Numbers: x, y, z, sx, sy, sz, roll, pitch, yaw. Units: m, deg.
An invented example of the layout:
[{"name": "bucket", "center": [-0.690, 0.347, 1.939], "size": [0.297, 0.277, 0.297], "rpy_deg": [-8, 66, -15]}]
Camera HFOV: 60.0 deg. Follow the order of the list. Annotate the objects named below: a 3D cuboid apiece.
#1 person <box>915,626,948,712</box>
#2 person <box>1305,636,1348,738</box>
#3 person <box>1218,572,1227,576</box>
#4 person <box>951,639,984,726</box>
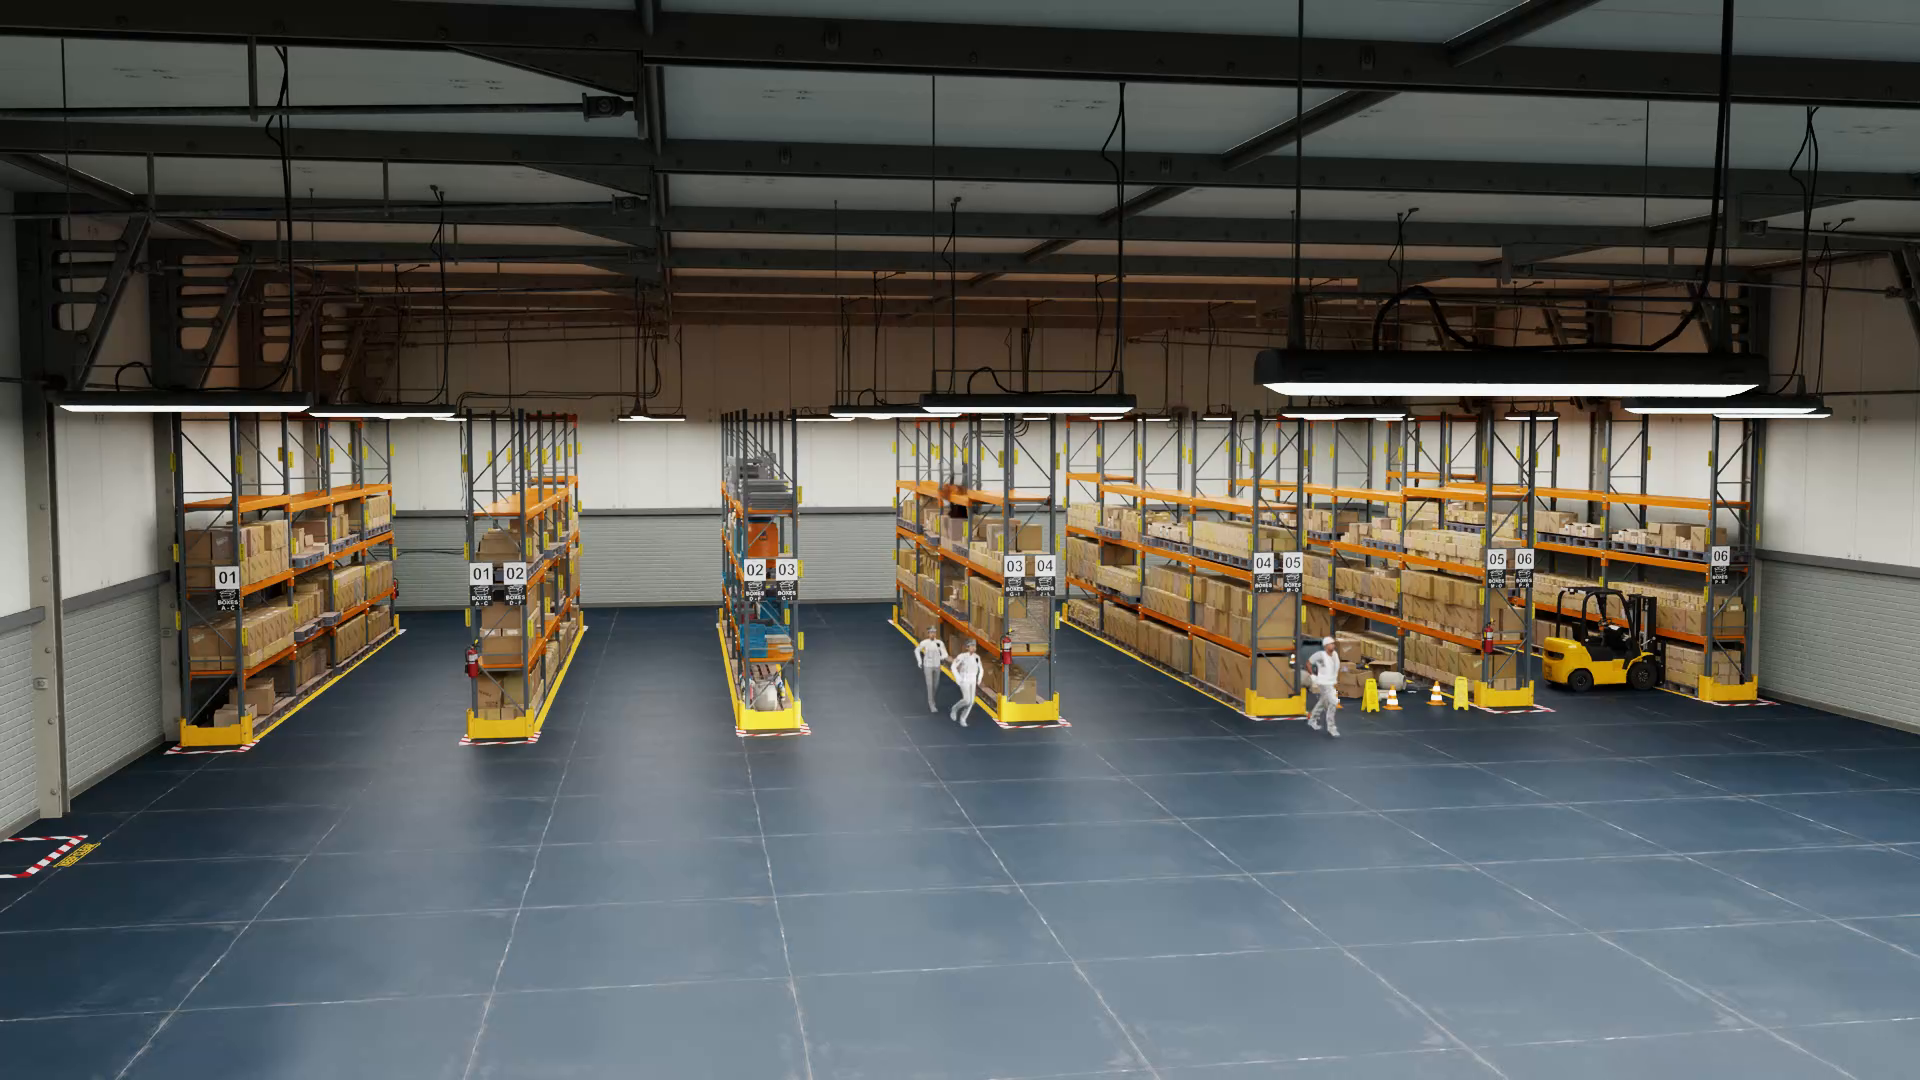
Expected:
[{"name": "person", "center": [-0.561, 2.536, 33.197], "size": [0.625, 1.676, 0.937], "rpy_deg": [-1, 4, -14]}, {"name": "person", "center": [6.763, 2.682, 30.693], "size": [0.811, 1.826, 0.659], "rpy_deg": [4, 5, 42]}, {"name": "person", "center": [8.078, 1.385, 50.724], "size": [0.750, 1.674, 0.593], "rpy_deg": [0, 4, 6]}, {"name": "person", "center": [0.175, 2.717, 31.665], "size": [0.623, 1.679, 0.528], "rpy_deg": [-2, 5, -31]}]
